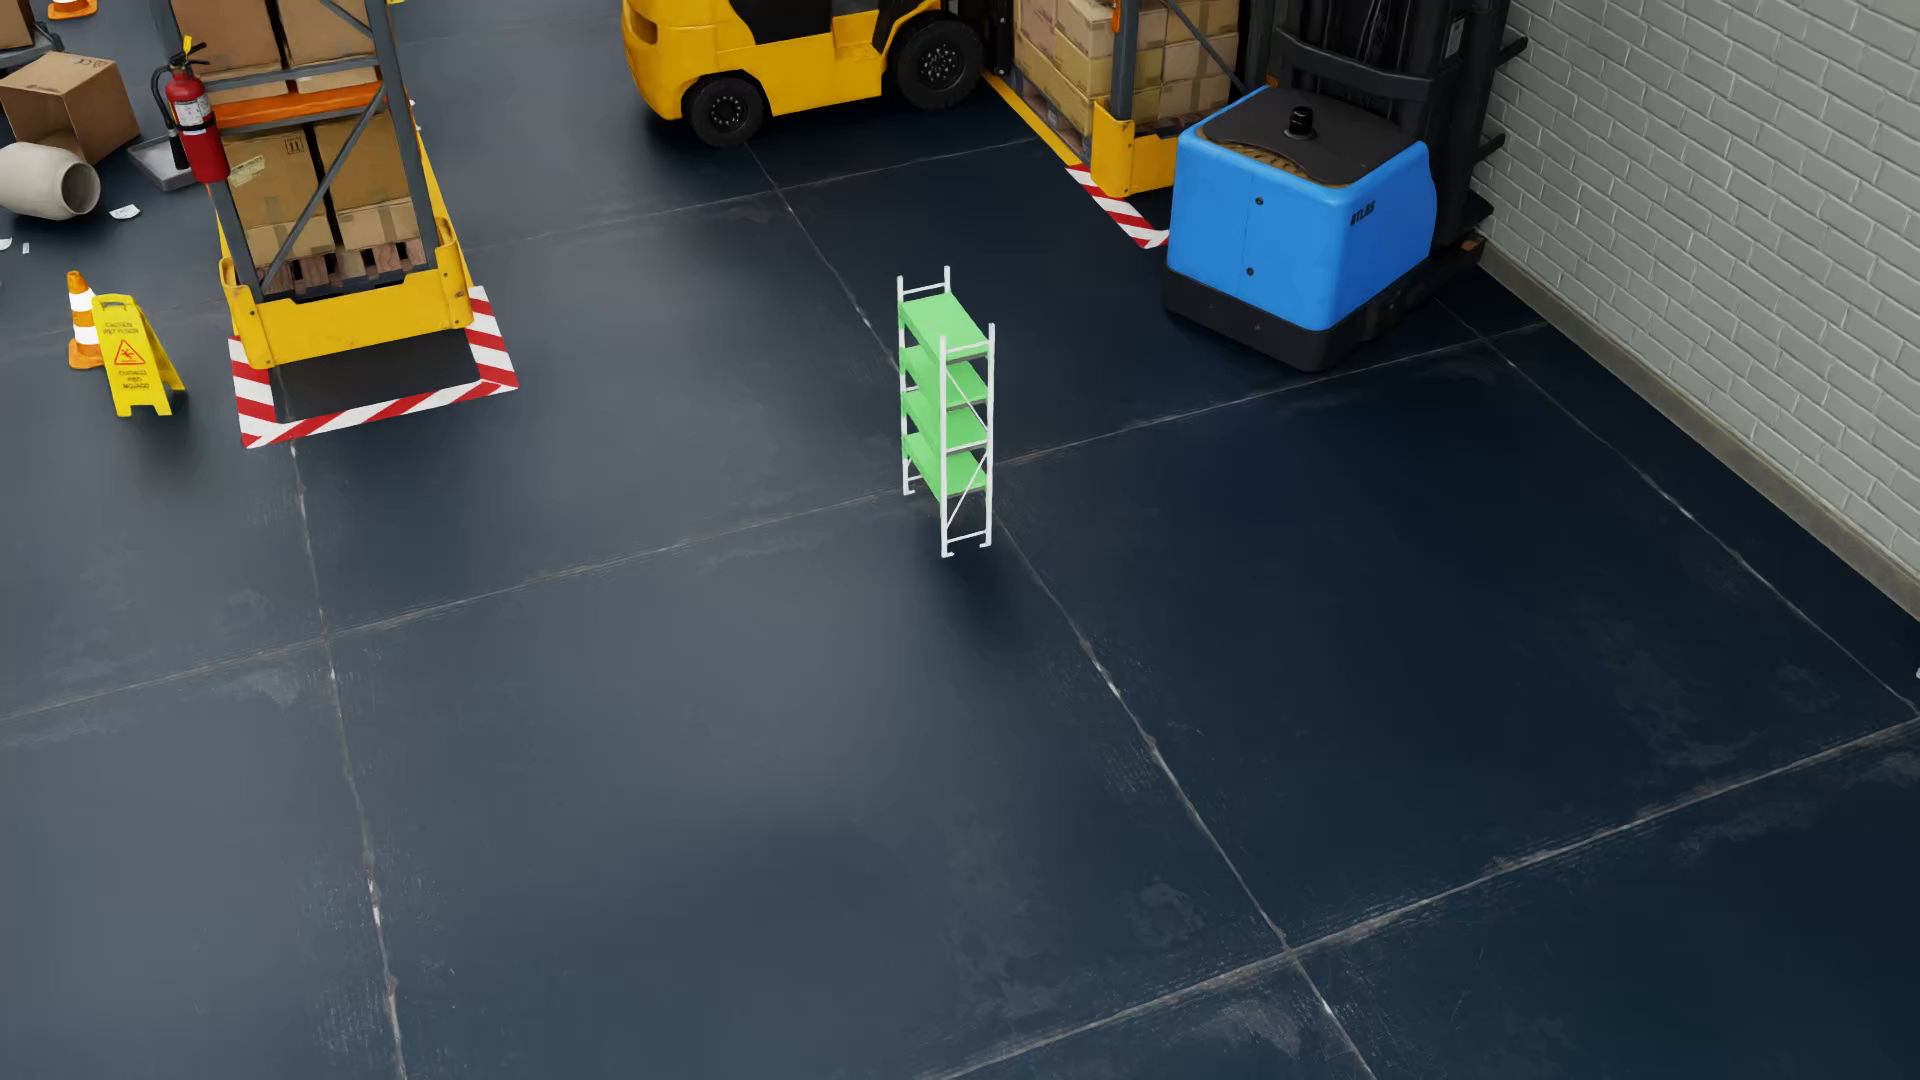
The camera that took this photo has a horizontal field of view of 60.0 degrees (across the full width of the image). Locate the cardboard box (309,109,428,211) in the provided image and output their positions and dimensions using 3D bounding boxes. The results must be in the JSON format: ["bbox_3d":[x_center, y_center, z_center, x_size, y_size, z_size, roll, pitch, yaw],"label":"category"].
[{"bbox_3d":[-3.267,-2.190,9.126,0.500,0.500,0.500,-16,43,-18],"label":"cardboard box"}]

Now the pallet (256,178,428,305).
[{"bbox_3d":[-3.512,-1.706,9.491,1.003,0.211,1.213,-15,43,-17],"label":"pallet"}]

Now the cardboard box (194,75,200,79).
[{"bbox_3d":[-3.744,-2.421,8.376,0.380,0.149,0.250,-16,43,-17],"label":"cardboard box"}]

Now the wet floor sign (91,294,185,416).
[{"bbox_3d":[-4.120,-0.946,8.273,0.267,0.644,0.232,-2,41,-2],"label":"wet floor sign"}]

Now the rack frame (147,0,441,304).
[{"bbox_3d":[-3.204,-2.220,7.949,1.000,3.000,0.127,-15,43,-17],"label":"rack frame"}]

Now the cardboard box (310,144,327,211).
[{"bbox_3d":[-3.953,-2.070,9.562,0.500,0.250,0.500,-15,43,-17],"label":"cardboard box"}]

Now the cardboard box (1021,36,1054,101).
[{"bbox_3d":[0.727,-3.083,10.740,0.500,0.250,0.500,-15,43,-17],"label":"cardboard box"}]

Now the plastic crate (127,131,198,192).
[{"bbox_3d":[-4.892,-2.372,10.365,0.402,0.080,0.583,-31,49,-31],"label":"plastic crate"}]

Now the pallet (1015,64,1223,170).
[{"bbox_3d":[1.049,-2.853,10.824,1.003,0.211,1.213,-15,43,-17],"label":"pallet"}]

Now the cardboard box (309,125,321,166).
[{"bbox_3d":[-3.666,-2.526,10.092,0.500,0.250,0.500,-12,42,-14],"label":"cardboard box"}]

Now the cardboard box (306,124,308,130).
[{"bbox_3d":[-4.141,-2.657,9.670,0.500,0.500,0.500,-16,43,-18],"label":"cardboard box"}]

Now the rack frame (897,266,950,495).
[{"bbox_3d":[-0.157,-0.702,7.564,0.240,1.200,0.015,-15,43,-17],"label":"rack frame"}]

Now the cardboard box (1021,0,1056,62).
[{"bbox_3d":[0.723,-3.286,10.593,0.500,0.250,0.500,-16,43,-17],"label":"cardboard box"}]

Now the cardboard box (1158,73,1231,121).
[{"bbox_3d":[1.373,-2.921,10.552,0.500,0.250,0.500,-15,43,-17],"label":"cardboard box"}]

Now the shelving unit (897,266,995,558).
[{"bbox_3d":[-0.063,-0.555,7.393,0.258,1.200,0.503,-15,43,-17],"label":"shelving unit"}]

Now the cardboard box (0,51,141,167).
[{"bbox_3d":[-5.582,-2.697,10.420,0.500,0.500,0.500,12,42,13],"label":"cardboard box"}]

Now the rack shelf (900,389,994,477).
[{"bbox_3d":[-0.063,-0.506,7.435,0.258,0.148,0.480,-15,43,-17],"label":"rack shelf"}]

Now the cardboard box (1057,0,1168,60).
[{"bbox_3d":[0.916,-3.156,10.057,0.500,0.250,0.500,-14,43,-15],"label":"cardboard box"}]

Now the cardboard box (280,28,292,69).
[{"bbox_3d":[-3.253,-2.529,8.502,0.380,0.149,0.250,-14,43,-16],"label":"cardboard box"}]

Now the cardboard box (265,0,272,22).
[{"bbox_3d":[-3.854,-2.931,8.472,0.500,0.500,0.500,-15,43,-17],"label":"cardboard box"}]

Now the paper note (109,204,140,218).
[{"bbox_3d":[-4.984,-1.962,9.926,0.142,0.019,0.148,-31,49,-31],"label":"paper note"}]

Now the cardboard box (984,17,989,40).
[{"bbox_3d":[0.325,-3.694,11.450,0.500,0.250,0.500,-14,43,-16],"label":"cardboard box"}]

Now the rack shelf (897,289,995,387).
[{"bbox_3d":[-0.063,-0.870,7.122,0.258,0.148,0.480,-15,43,-17],"label":"rack shelf"}]

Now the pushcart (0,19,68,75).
[{"bbox_3d":[-6.822,-3.036,10.910,1.648,0.377,0.936,-31,49,-31],"label":"pushcart"}]

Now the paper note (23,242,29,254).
[{"bbox_3d":[-5.407,-1.691,9.627,0.032,0.001,0.123,-15,43,-17],"label":"paper note"}]

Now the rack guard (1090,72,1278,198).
[{"bbox_3d":[1.389,-2.498,10.190,1.175,0.500,0.348,-15,43,-17],"label":"rack guard"}]

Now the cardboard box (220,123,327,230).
[{"bbox_3d":[-3.752,-2.038,8.950,0.500,0.500,0.500,-15,43,-17],"label":"cardboard box"}]

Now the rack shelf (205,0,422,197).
[{"bbox_3d":[-3.970,-3.152,9.585,1.077,0.370,4.000,-15,43,-17],"label":"rack shelf"}]

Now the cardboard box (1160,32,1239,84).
[{"bbox_3d":[1.392,-3.101,10.378,0.500,0.250,0.500,-14,43,-16],"label":"cardboard box"}]

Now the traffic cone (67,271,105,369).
[{"bbox_3d":[-4.561,-1.195,8.703,0.336,0.463,0.334,-15,43,-17],"label":"traffic cone"}]

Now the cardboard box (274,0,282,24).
[{"bbox_3d":[-3.330,-3.036,8.594,0.500,0.500,0.500,-14,43,-16],"label":"cardboard box"}]

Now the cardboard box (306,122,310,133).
[{"bbox_3d":[-4.338,-2.685,10.278,0.500,0.250,0.500,-16,43,-17],"label":"cardboard box"}]

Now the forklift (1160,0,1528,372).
[{"bbox_3d":[2.461,-2.852,8.737,1.130,2.935,3.031,31,49,31],"label":"forklift"}]

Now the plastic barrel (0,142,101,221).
[{"bbox_3d":[-5.393,-2.109,9.797,0.512,0.421,0.421,12,42,13],"label":"plastic barrel"}]
